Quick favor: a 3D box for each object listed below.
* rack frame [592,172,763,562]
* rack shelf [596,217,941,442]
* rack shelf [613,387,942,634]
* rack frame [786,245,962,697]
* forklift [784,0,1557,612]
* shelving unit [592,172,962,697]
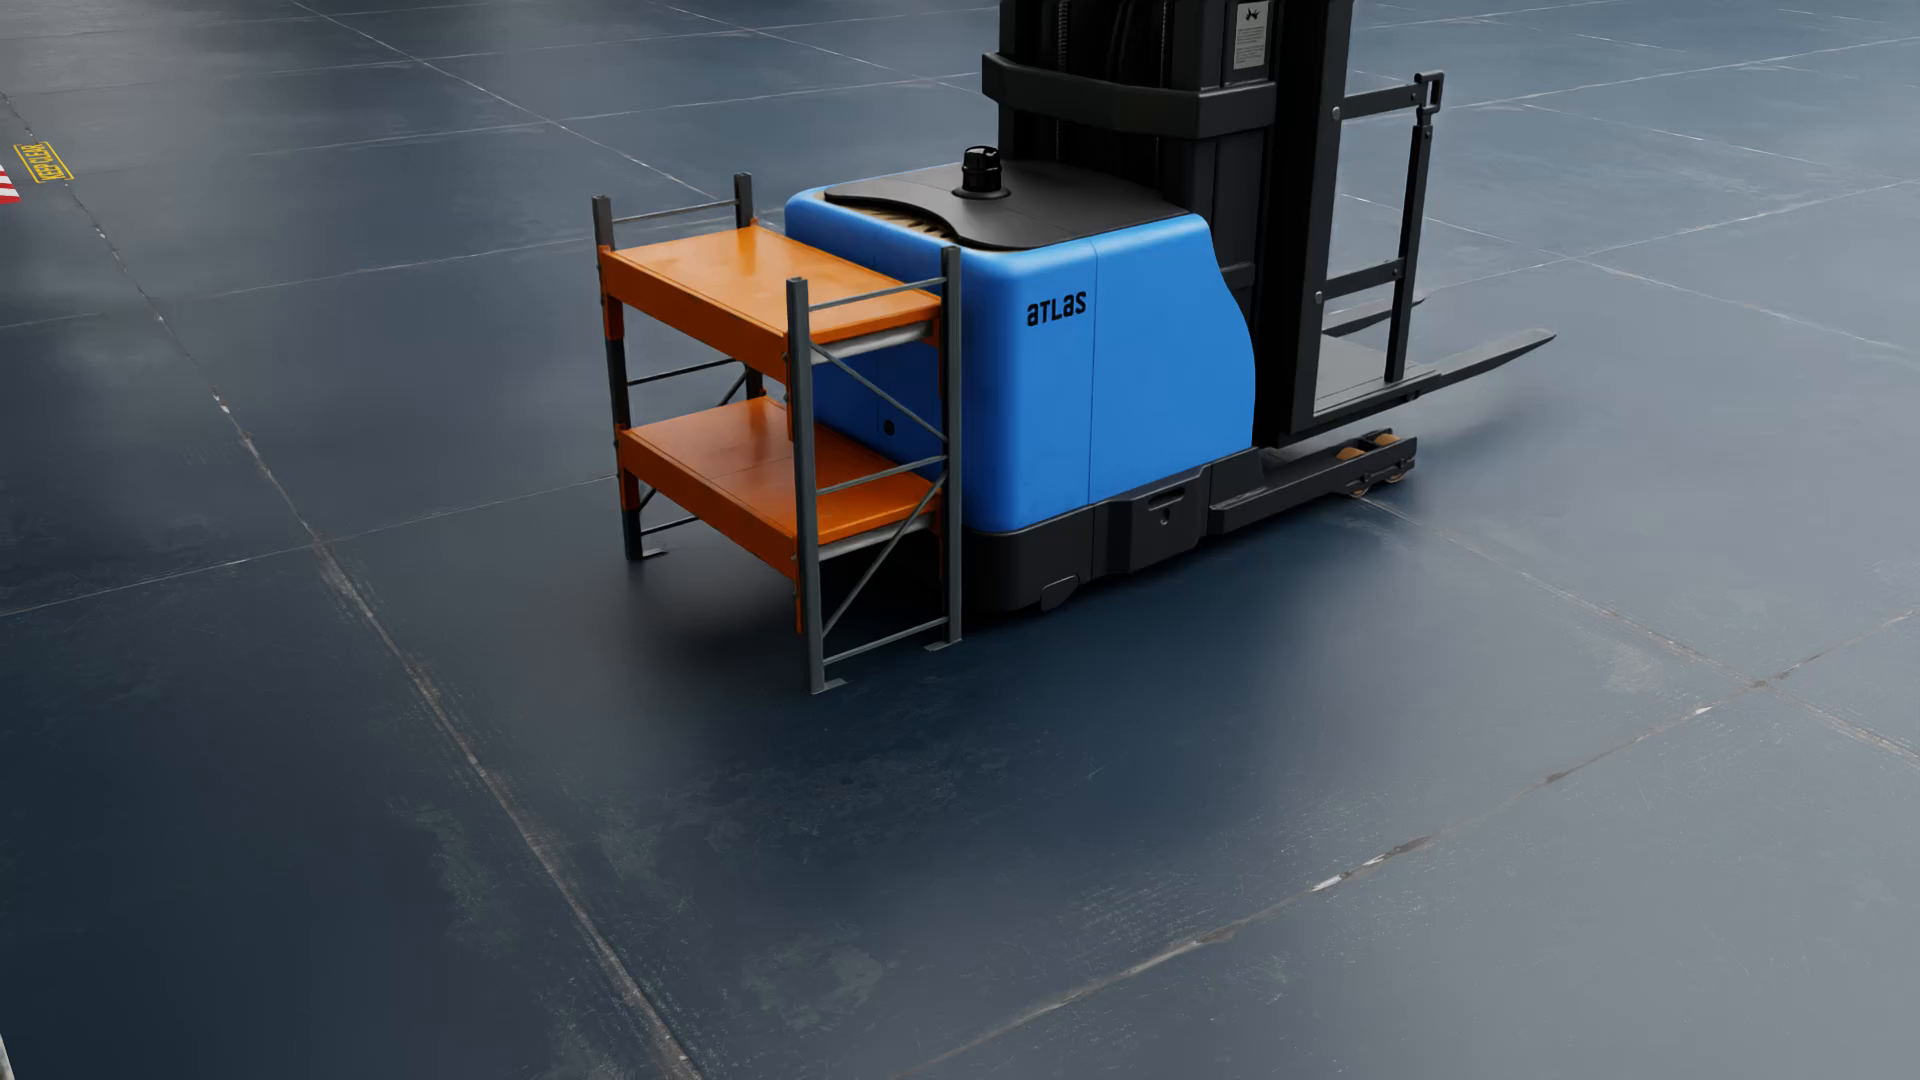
[{"bbox_3d":[-0.822,-0.510,5.012,0.500,1.125,0.032,-18,31,-33],"label":"rack frame"},{"bbox_3d":[-0.513,-0.602,4.522,0.538,0.278,1.000,-18,31,-33],"label":"rack shelf"},{"bbox_3d":[-0.513,-0.117,4.752,0.538,0.278,1.000,-18,31,-33],"label":"rack shelf"},{"bbox_3d":[-0.203,-0.165,4.283,0.500,1.125,0.032,-18,31,-33],"label":"rack frame"},{"bbox_3d":[0.924,-1.622,5.252,3.031,2.935,1.130,-19,31,-35],"label":"forklift"},{"bbox_3d":[-0.513,-0.338,4.647,0.538,1.125,1.048,-18,31,-33],"label":"shelving unit"}]
